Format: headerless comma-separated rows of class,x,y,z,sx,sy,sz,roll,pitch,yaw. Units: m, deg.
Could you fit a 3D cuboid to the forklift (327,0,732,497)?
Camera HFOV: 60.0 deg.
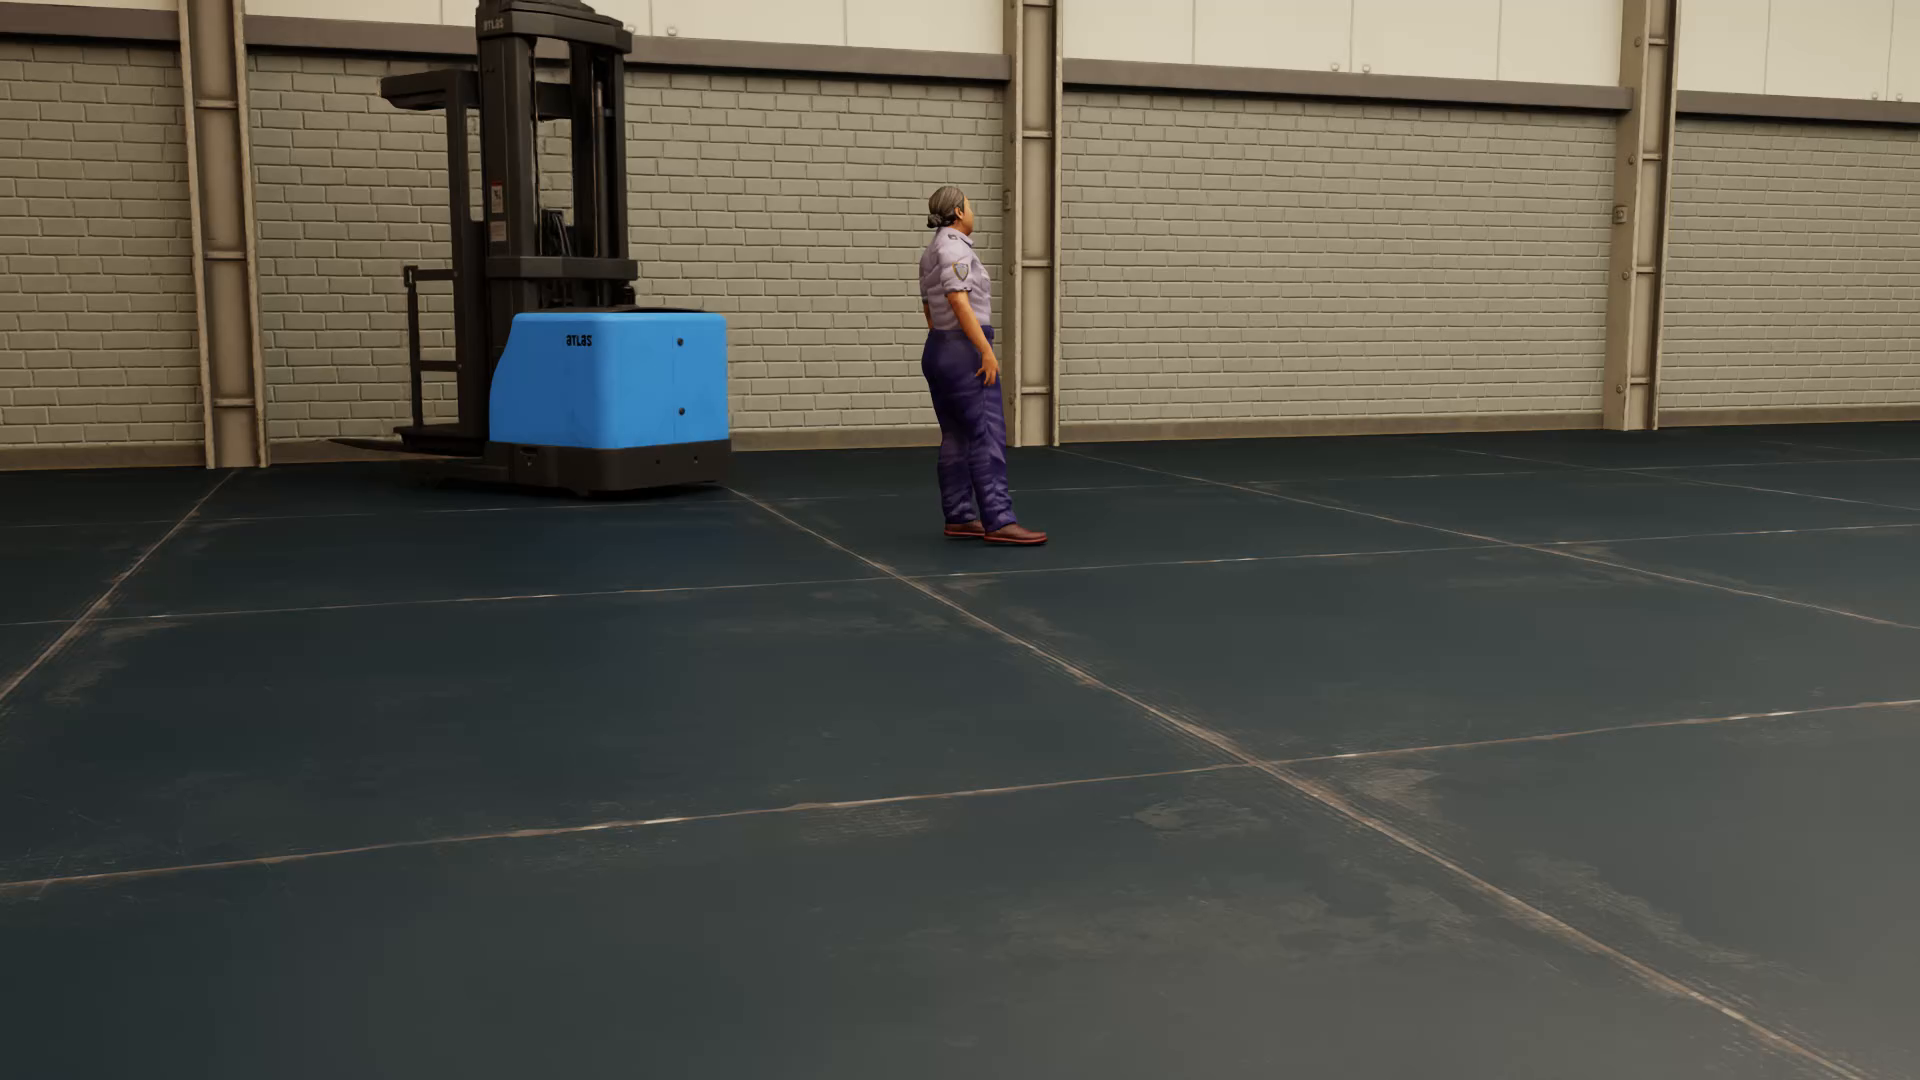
forklift,-2.883,-1.829,10.495,3.031,2.935,1.130,6,10,36

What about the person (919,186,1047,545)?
person,0.093,-0.824,7.818,0.502,1.651,0.598,-3,8,-18
